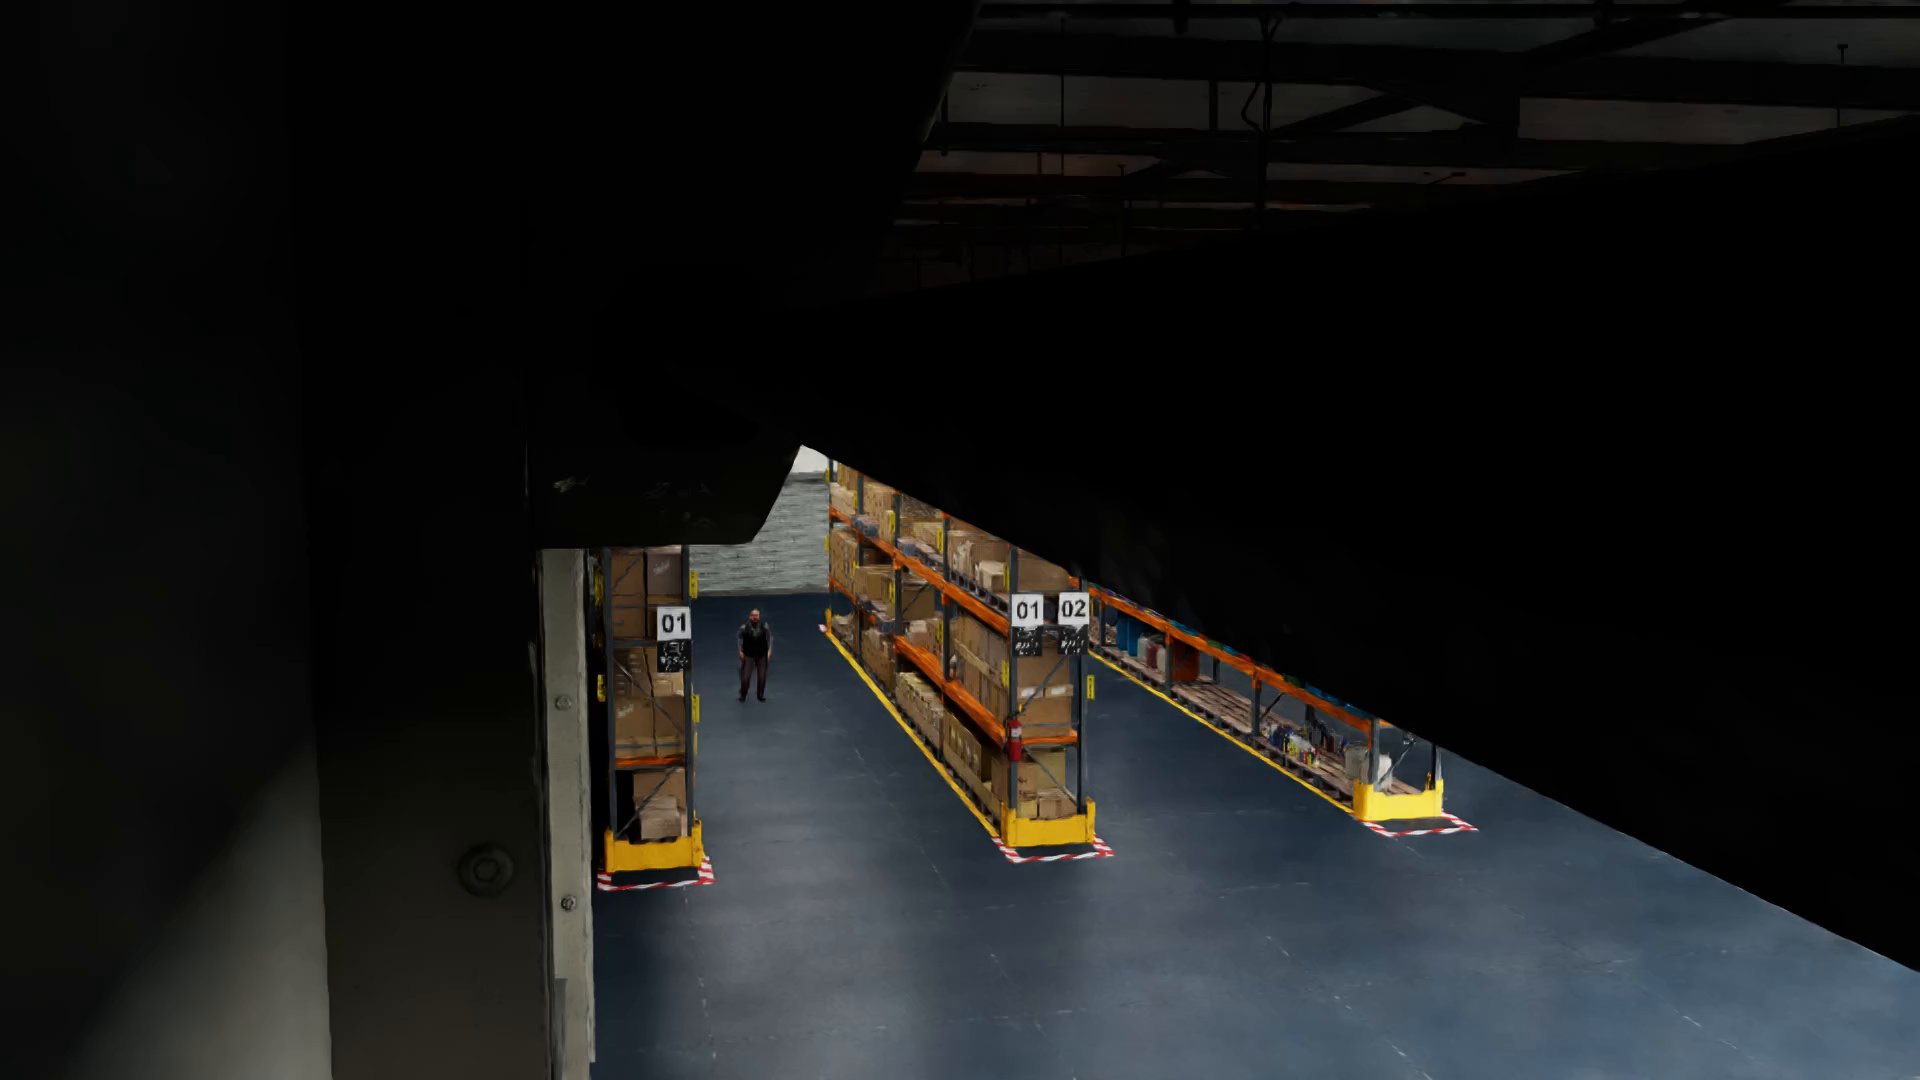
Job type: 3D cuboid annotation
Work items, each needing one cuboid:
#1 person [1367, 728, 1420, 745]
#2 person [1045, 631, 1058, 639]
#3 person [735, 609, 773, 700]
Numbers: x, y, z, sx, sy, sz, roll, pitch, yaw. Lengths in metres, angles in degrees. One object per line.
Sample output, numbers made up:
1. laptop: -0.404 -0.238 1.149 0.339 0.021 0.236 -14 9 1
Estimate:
1. person: 6.821 2.455 26.216 0.569 1.530 0.774 -4 8 -31
2. person: 1.734 1.775 31.655 0.639 1.631 0.508 -2 7 -14
3. person: -3.635 2.025 29.378 0.677 1.674 0.534 -2 7 -14
